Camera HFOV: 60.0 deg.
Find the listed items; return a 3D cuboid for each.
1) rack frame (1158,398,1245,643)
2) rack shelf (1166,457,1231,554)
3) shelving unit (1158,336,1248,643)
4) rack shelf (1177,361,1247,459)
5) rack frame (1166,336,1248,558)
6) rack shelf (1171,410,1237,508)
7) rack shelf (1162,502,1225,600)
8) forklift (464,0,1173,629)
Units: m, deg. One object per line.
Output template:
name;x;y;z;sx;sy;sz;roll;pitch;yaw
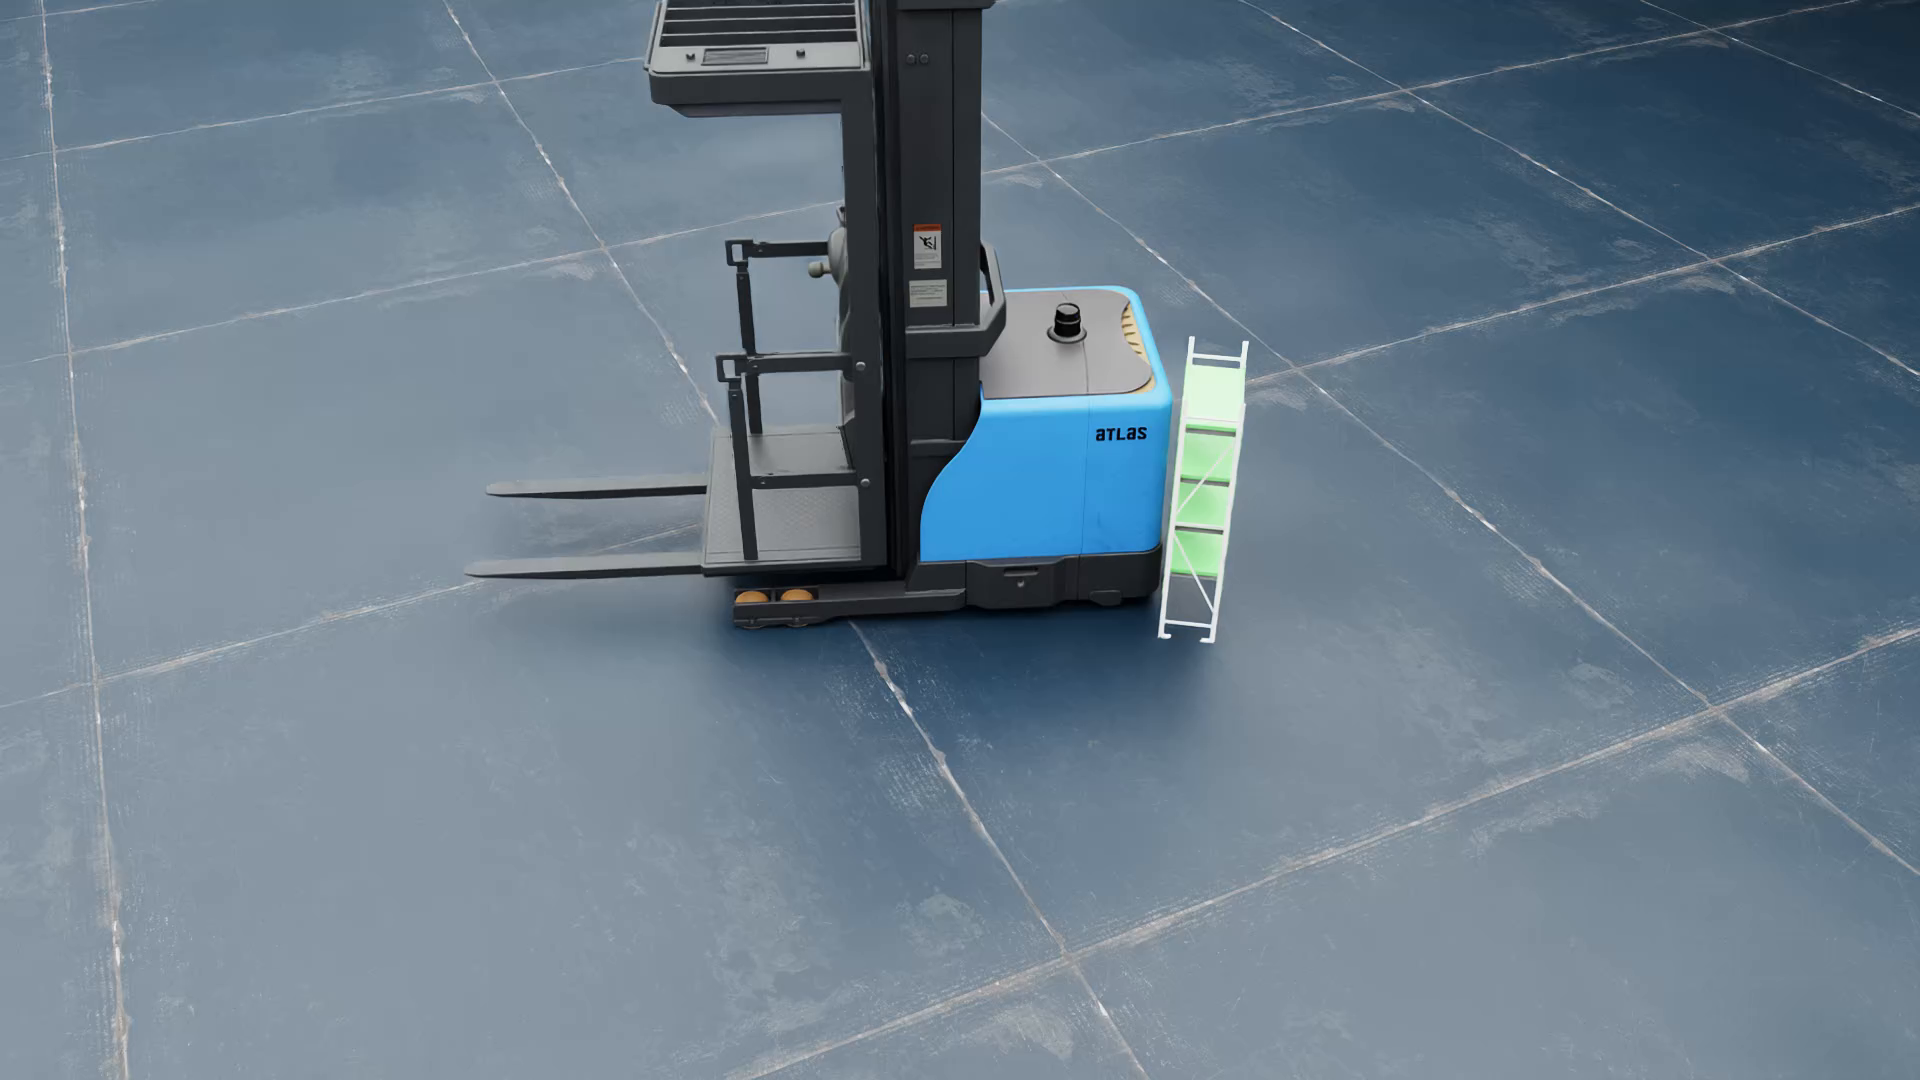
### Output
rack frame;0.982;-0.056;6.816;0.240;1.200;0.015;6;37;7
rack shelf;1.020;-0.148;7.048;0.258;0.148;0.480;6;37;7
shelving unit;1.021;-0.199;7.010;0.258;1.200;0.503;6;37;7
rack shelf;1.025;-0.533;6.761;0.258;0.148;0.480;6;37;7
rack frame;1.060;-0.343;7.203;0.240;1.200;0.015;6;37;7
rack shelf;1.023;-0.341;6.904;0.258;0.148;0.480;6;37;7
rack shelf;1.018;0.044;7.191;0.258;0.148;0.480;6;37;7
forklift;-0.659;-1.118;6.797;3.031;2.935;1.130;-3;37;-3
